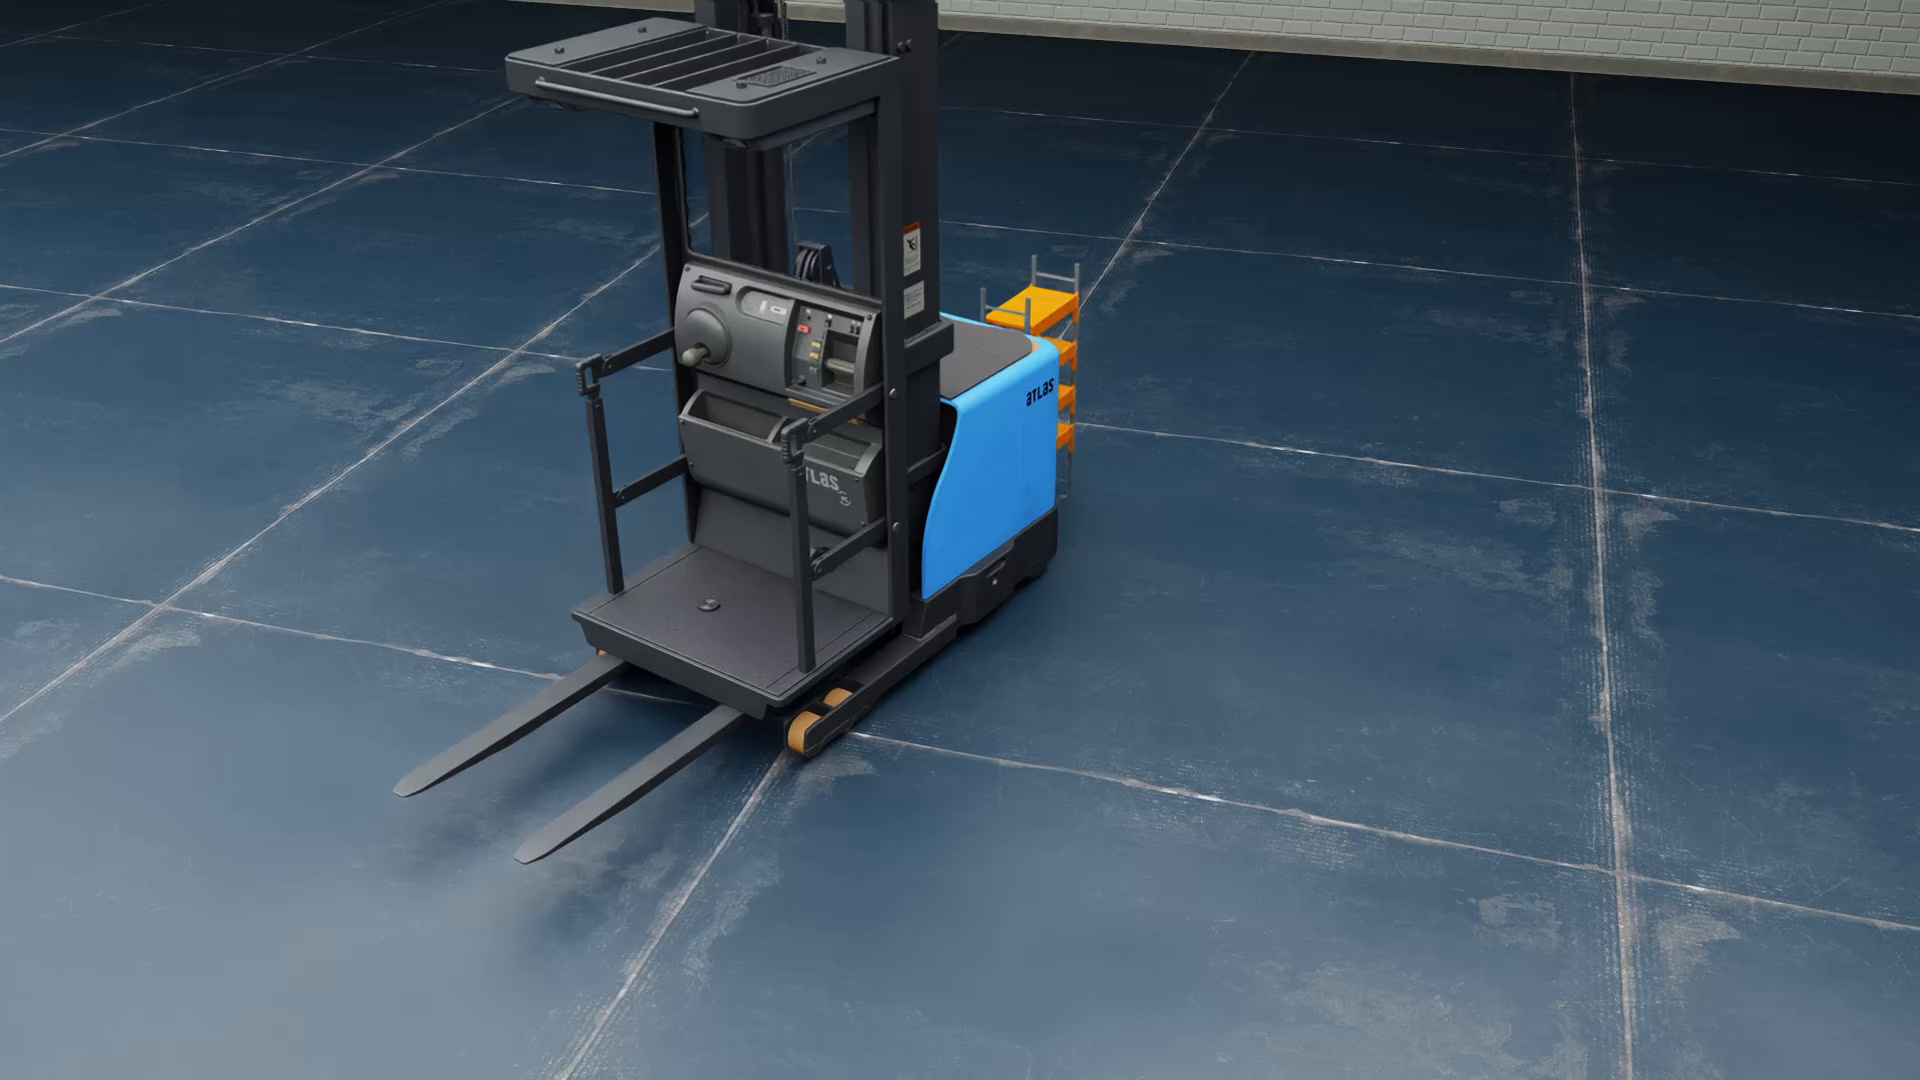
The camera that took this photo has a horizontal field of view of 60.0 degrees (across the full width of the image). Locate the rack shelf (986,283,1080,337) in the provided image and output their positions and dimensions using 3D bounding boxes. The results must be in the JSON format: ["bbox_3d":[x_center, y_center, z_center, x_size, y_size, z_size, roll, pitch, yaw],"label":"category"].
[{"bbox_3d":[0.318,-0.994,7.494,0.258,0.148,0.480,15,33,25],"label":"rack shelf"}]

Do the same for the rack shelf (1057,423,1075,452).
[{"bbox_3d":[0.318,-0.418,7.814,0.258,0.148,0.480,15,33,25],"label":"rack shelf"}]

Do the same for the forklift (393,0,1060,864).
[{"bbox_3d":[-0.818,-0.730,6.048,1.130,2.935,3.031,19,34,30],"label":"forklift"}]

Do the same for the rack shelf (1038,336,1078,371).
[{"bbox_3d":[0.318,-0.787,7.609,0.258,0.148,0.480,15,33,25],"label":"rack shelf"}]

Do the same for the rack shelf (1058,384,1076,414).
[{"bbox_3d":[0.318,-0.592,7.718,0.258,0.148,0.480,15,33,25],"label":"rack shelf"}]

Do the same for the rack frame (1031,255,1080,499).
[{"bbox_3d":[0.438,-0.754,7.871,0.240,1.200,0.015,15,33,25],"label":"rack frame"}]

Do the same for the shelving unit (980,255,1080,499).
[{"bbox_3d":[0.318,-0.650,7.685,0.258,1.200,0.503,15,33,25],"label":"shelving unit"}]

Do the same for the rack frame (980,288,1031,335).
[{"bbox_3d":[0.198,-0.547,7.499,0.240,1.200,0.015,15,33,25],"label":"rack frame"}]
